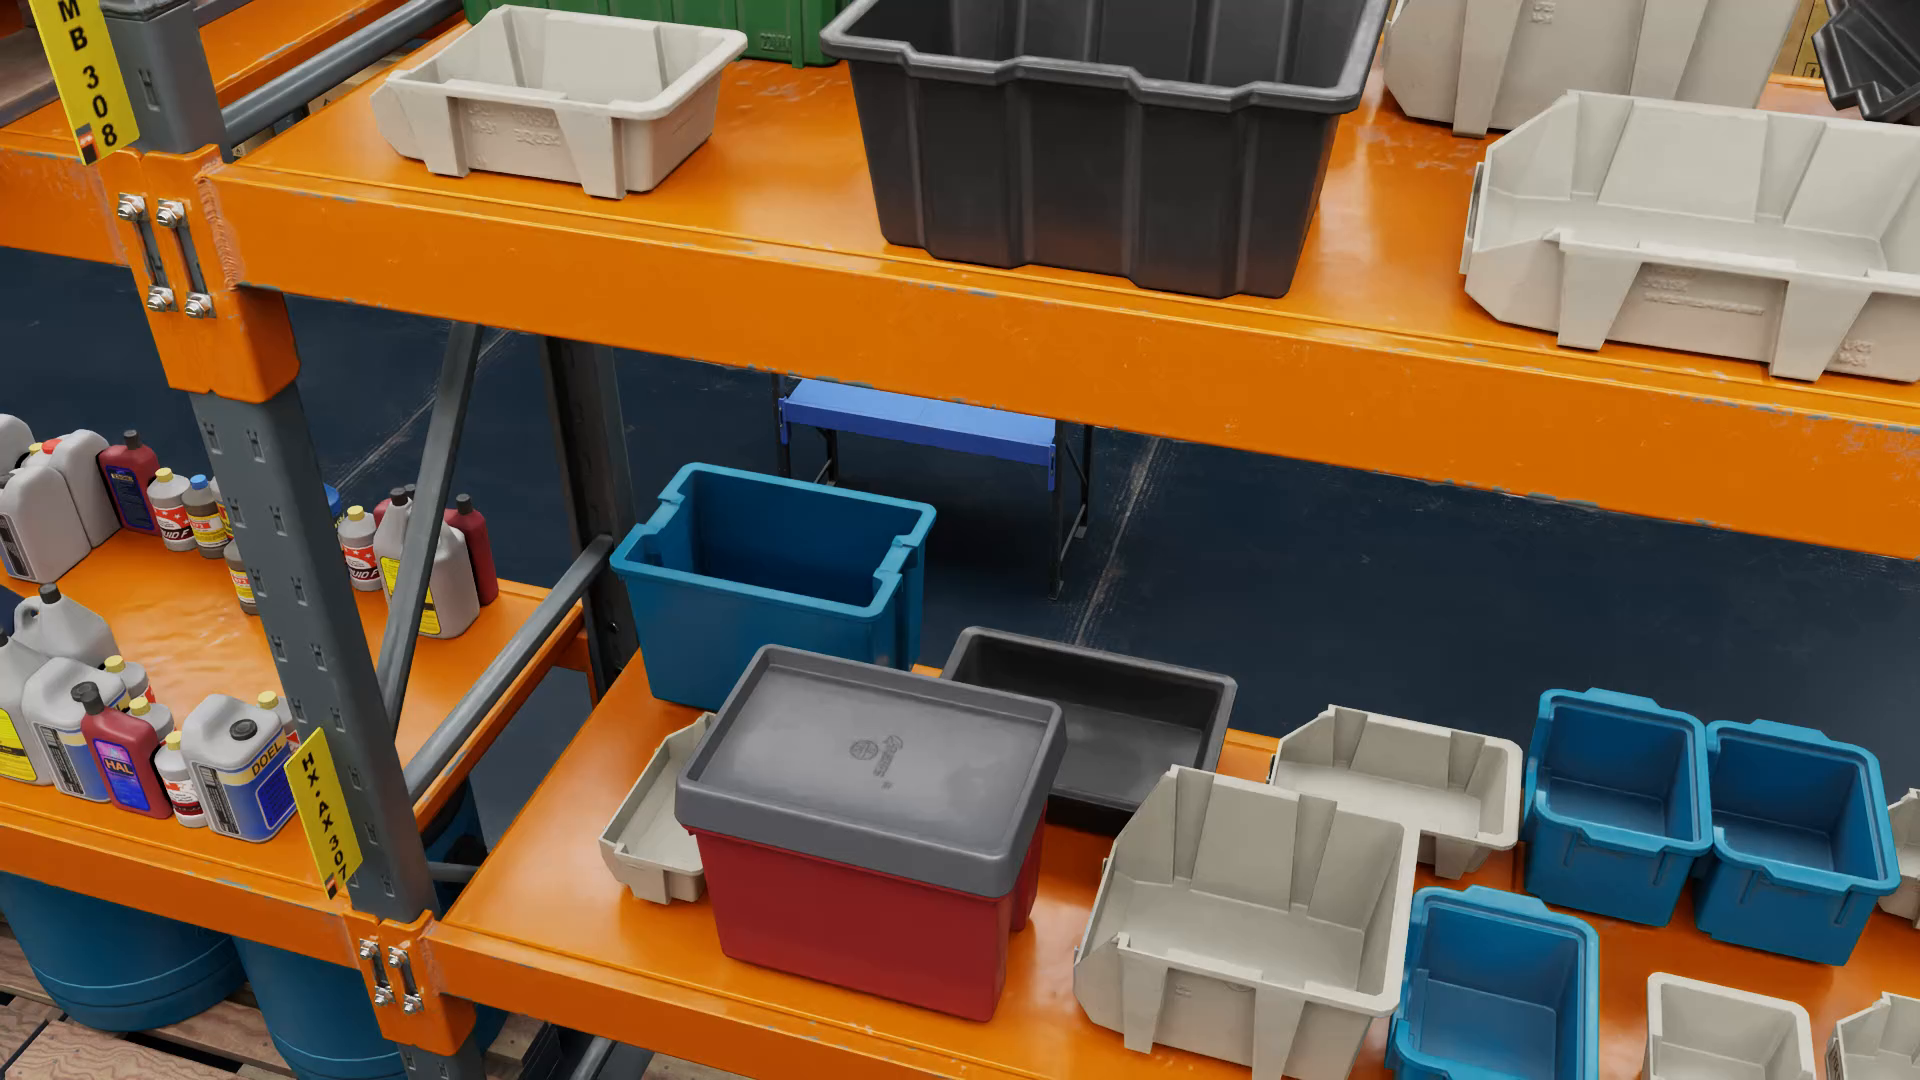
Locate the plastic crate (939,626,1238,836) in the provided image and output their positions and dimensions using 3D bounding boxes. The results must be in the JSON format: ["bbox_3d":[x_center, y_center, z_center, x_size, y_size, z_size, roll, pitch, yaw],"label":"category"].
[{"bbox_3d":[0.228,0.404,3.351,0.590,0.125,0.437,10,38,14],"label":"plastic crate"}]

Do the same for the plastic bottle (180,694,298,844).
[{"bbox_3d":[-1.393,0.435,3.233,0.135,0.276,0.152,10,38,14],"label":"plastic bottle"}]

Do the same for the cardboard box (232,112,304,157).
[{"bbox_3d":[-3.833,-2.254,8.747,0.500,0.250,0.500,11,38,15],"label":"cardboard box"}]

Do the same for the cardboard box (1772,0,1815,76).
[{"bbox_3d":[2.899,-1.969,6.311,0.500,0.500,0.500,11,38,14],"label":"cardboard box"}]

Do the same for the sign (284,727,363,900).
[{"bbox_3d":[-1.086,0.471,2.845,0.005,0.325,0.100,10,38,14],"label":"sign"}]

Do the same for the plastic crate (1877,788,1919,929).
[{"bbox_3d":[1.831,0.608,3.066,0.298,0.136,0.250,10,38,14],"label":"plastic crate"}]

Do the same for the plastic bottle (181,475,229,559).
[{"bbox_3d":[-1.794,-0.063,3.973,0.097,0.201,0.097,0,36,0],"label":"plastic bottle"}]

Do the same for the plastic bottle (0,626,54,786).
[{"bbox_3d":[-1.896,0.315,3.334,0.185,0.351,0.144,10,38,14],"label":"plastic bottle"}]

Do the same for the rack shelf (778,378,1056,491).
[{"bbox_3d":[-0.081,-0.474,5.933,1.000,0.185,0.538,10,38,14],"label":"rack shelf"}]

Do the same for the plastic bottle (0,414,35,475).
[{"bbox_3d":[-2.354,-0.180,4.069,0.135,0.276,0.152,10,38,14],"label":"plastic bottle"}]

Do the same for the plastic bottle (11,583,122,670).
[{"bbox_3d":[-1.853,0.233,3.445,0.185,0.351,0.144,10,38,14],"label":"plastic bottle"}]

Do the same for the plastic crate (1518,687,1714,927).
[{"bbox_3d":[1.217,0.507,3.122,0.300,0.233,0.416,10,38,14],"label":"plastic crate"}]

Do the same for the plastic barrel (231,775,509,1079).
[{"bbox_3d":[-1.435,0.842,3.991,0.708,0.901,0.600,10,38,14],"label":"plastic barrel"}]

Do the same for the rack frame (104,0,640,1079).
[{"bbox_3d":[-0.921,0.272,3.350,0.127,3.000,1.000,10,38,14],"label":"rack frame"}]

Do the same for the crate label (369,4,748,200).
[{"bbox_3d":[-0.540,-0.580,2.199,0.466,0.136,0.293,10,38,14],"label":"crate label"}]

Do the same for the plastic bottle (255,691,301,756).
[{"bbox_3d":[-1.374,0.391,3.355,0.097,0.201,0.097,0,36,0],"label":"plastic bottle"}]

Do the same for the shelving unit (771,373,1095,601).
[{"bbox_3d":[-0.081,-0.619,5.826,1.048,1.500,0.538,10,38,14],"label":"shelving unit"}]

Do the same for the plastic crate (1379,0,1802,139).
[{"bbox_3d":[0.874,-0.748,2.305,0.530,0.282,0.437,10,38,14],"label":"plastic crate"}]

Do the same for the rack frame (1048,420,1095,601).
[{"bbox_3d":[0.404,-0.529,5.704,0.032,1.500,0.500,10,38,14],"label":"rack frame"}]

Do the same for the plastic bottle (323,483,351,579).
[{"bbox_3d":[-1.479,-0.033,3.873,0.097,0.271,0.097,0,36,0],"label":"plastic bottle"}]

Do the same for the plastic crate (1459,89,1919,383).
[{"bbox_3d":[0.851,-0.348,1.884,0.530,0.136,0.437,10,38,14],"label":"plastic crate"}]

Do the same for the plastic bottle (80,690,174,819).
[{"bbox_3d":[-1.628,0.417,3.251,0.133,0.283,0.061,10,38,14],"label":"plastic bottle"}]

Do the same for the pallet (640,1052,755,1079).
[{"bbox_3d":[-0.207,1.503,4.030,1.213,0.211,1.003,10,38,14],"label":"pallet"}]

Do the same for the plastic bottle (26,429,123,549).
[{"bbox_3d":[-2.133,-0.139,4.013,0.135,0.276,0.152,10,38,14],"label":"plastic bottle"}]

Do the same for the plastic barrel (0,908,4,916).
[{"bbox_3d":[-2.623,0.724,4.481,0.421,0.512,0.421,0,36,0],"label":"plastic barrel"}]

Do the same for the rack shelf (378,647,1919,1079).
[{"bbox_3d":[0.988,0.915,3.083,4.000,0.370,1.077,10,38,14],"label":"rack shelf"}]

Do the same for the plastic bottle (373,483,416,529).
[{"bbox_3d":[-1.271,-0.011,3.833,0.133,0.283,0.061,10,38,14],"label":"plastic bottle"}]

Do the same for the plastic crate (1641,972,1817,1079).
[{"bbox_3d":[1.231,0.883,2.692,0.250,0.136,0.298,10,38,14],"label":"plastic crate"}]

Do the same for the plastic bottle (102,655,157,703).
[{"bbox_3d":[-1.722,0.327,3.443,0.097,0.201,0.097,0,36,0],"label":"plastic bottle"}]

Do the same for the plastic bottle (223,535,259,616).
[{"bbox_3d":[-1.618,0.064,3.800,0.097,0.201,0.097,0,36,0],"label":"plastic bottle"}]

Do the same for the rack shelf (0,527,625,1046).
[{"bbox_3d":[-2.830,0.208,4.043,4.000,0.370,1.077,10,38,14],"label":"rack shelf"}]

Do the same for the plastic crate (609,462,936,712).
[{"bbox_3d":[-0.373,0.144,3.487,0.575,0.384,0.392,10,38,14],"label":"plastic crate"}]

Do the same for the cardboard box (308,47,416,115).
[{"bbox_3d":[-2.909,-2.165,8.399,0.500,0.500,0.500,12,38,16],"label":"cardboard box"}]

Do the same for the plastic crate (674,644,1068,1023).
[{"bbox_3d":[-0.143,0.522,2.906,0.583,0.464,0.402,10,38,14],"label":"plastic crate"}]

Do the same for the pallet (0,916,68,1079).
[{"bbox_3d":[-2.813,1.021,4.685,1.213,0.211,1.003,10,38,14],"label":"pallet"}]
